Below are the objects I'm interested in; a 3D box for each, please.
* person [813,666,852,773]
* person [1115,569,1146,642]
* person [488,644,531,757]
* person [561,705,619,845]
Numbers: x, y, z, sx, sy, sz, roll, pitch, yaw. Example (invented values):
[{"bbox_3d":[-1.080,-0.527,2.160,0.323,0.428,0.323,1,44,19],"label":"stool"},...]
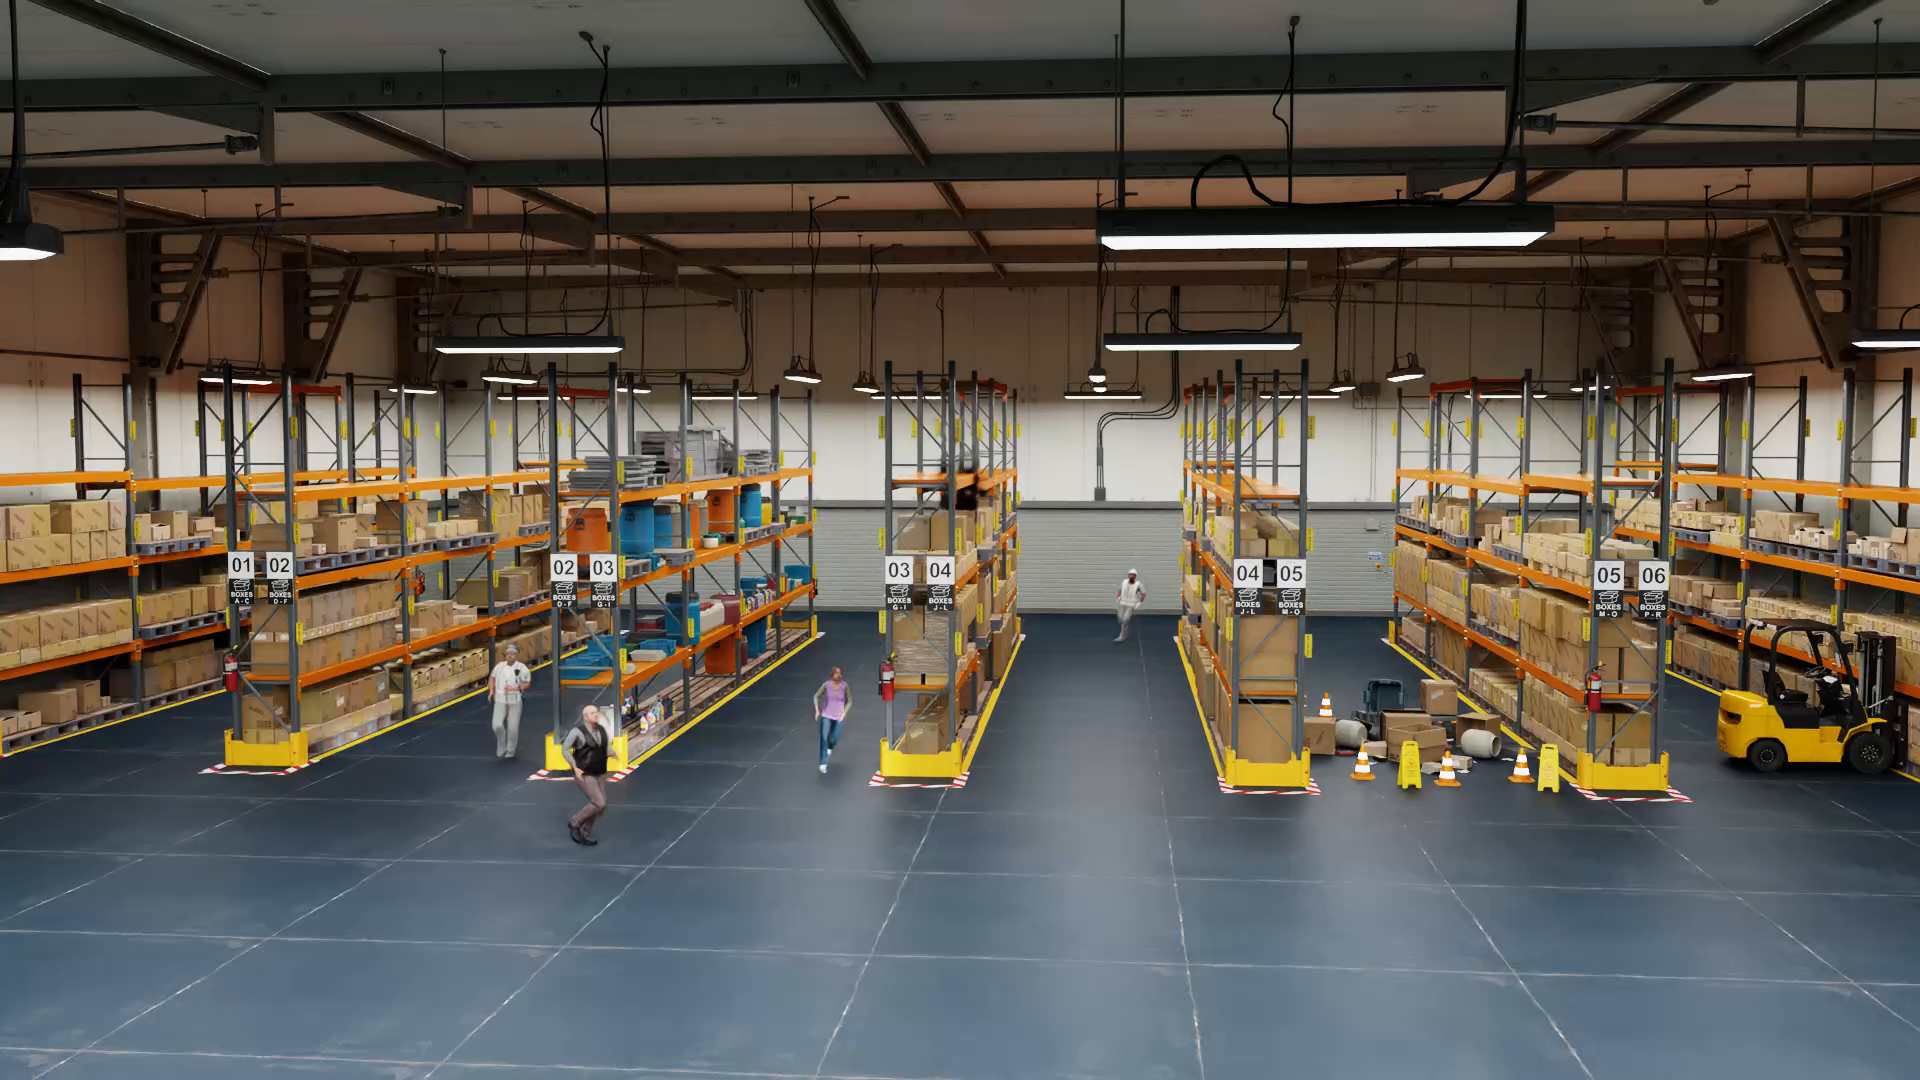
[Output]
[{"bbox_3d":[-1.884,2.633,24.612,0.581,1.565,0.591,0,4,-5],"label":"person"},{"bbox_3d":[4.047,1.549,39.406,0.724,1.728,0.693,2,4,27],"label":"person"},{"bbox_3d":[-6.892,2.460,25.416,0.653,1.744,0.618,0,4,-7],"label":"person"},{"bbox_3d":[-4.400,2.836,20.055,0.584,1.690,0.645,2,4,30],"label":"person"}]
